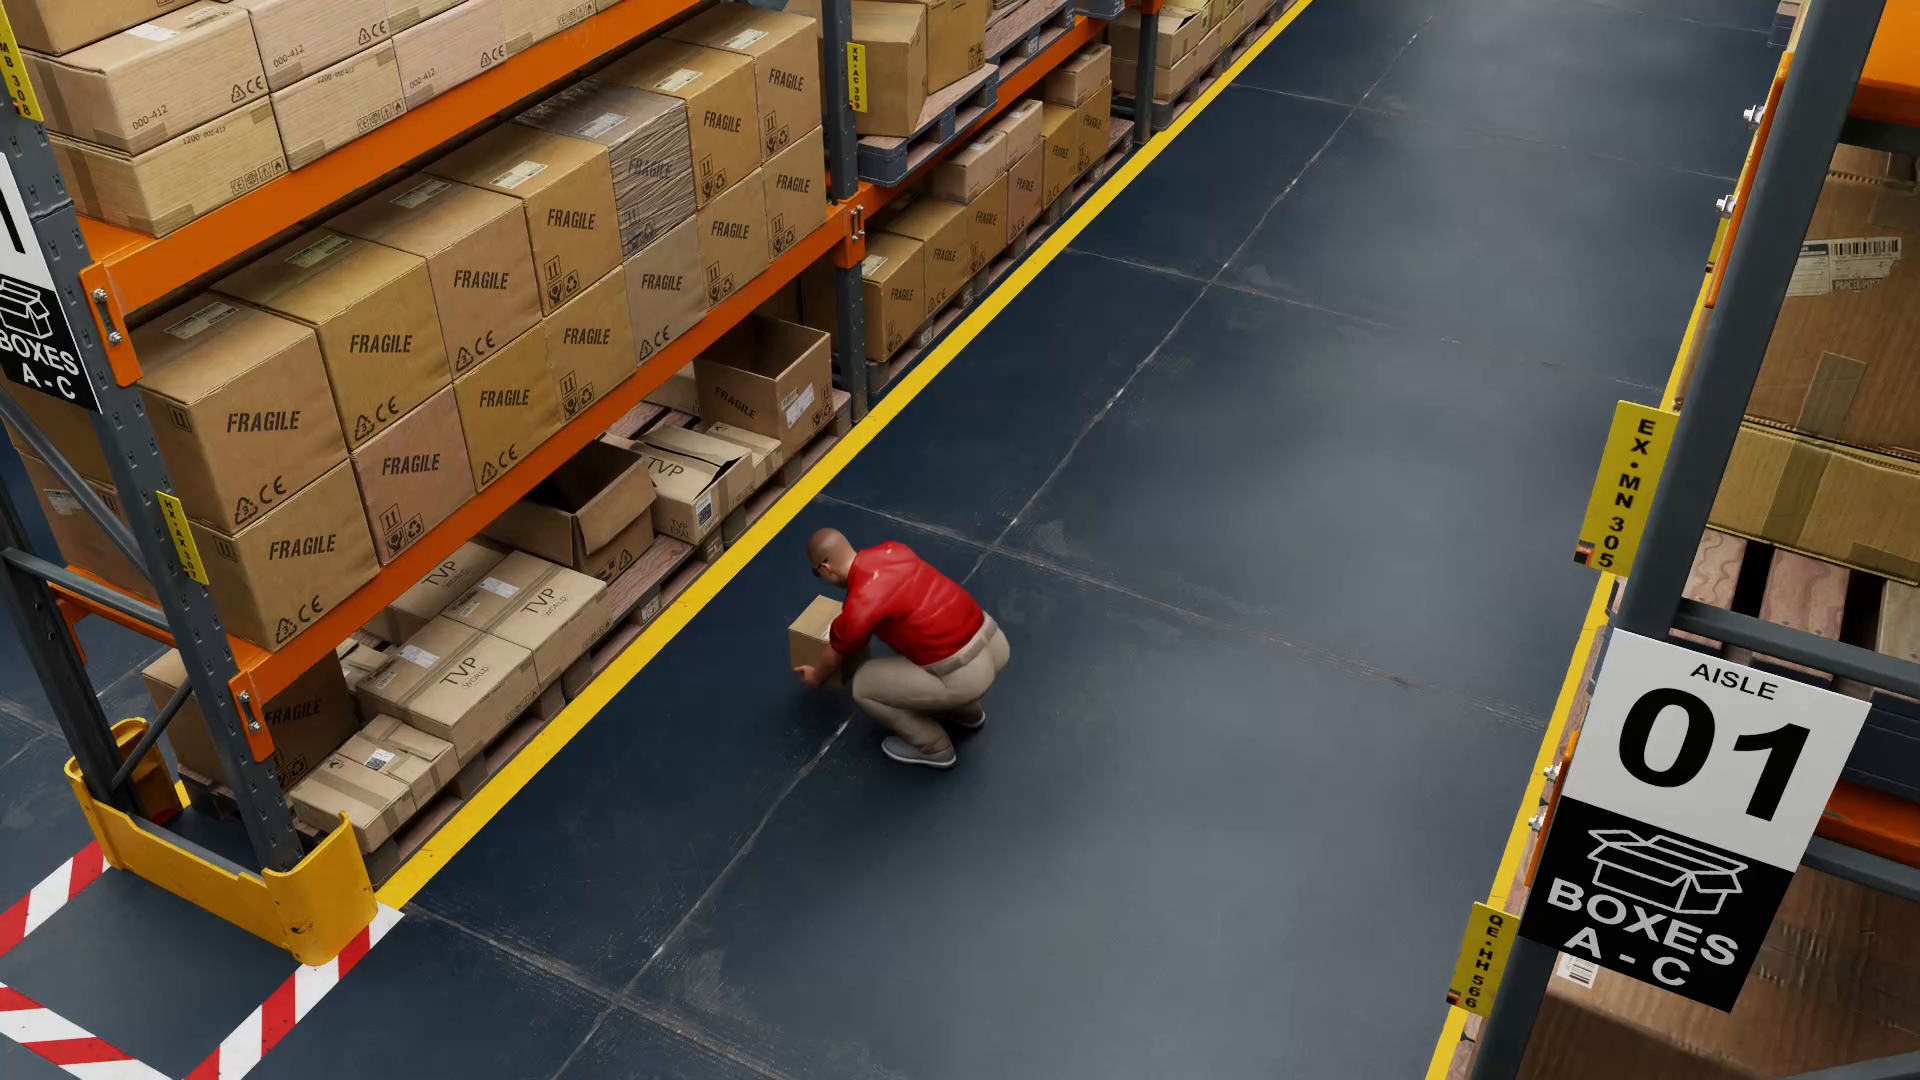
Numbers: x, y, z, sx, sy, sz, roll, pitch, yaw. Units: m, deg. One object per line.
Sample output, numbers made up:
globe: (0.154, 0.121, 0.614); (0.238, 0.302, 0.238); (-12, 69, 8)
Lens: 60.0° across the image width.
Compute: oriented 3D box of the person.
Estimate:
person: (-0.249, 0.409, 6.854); (0.895, 0.985, 0.533); (17, 41, 20)
